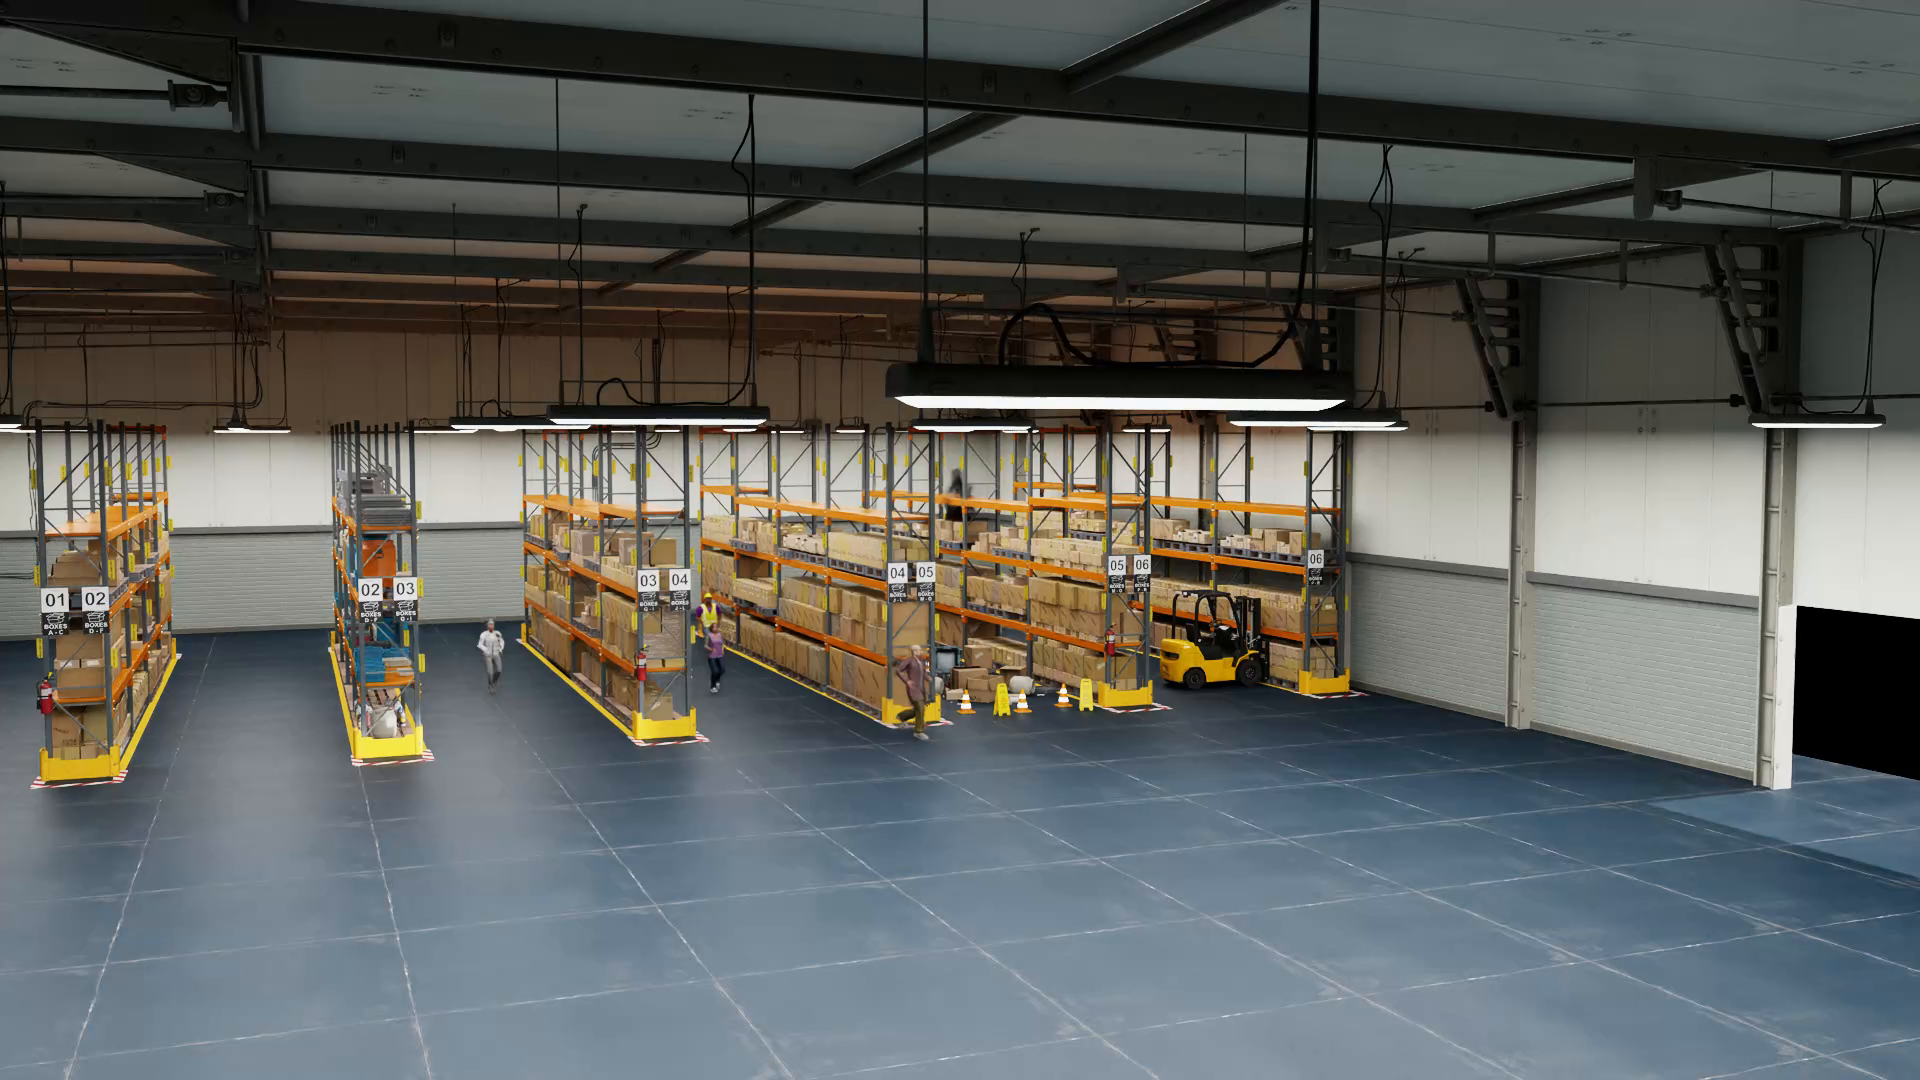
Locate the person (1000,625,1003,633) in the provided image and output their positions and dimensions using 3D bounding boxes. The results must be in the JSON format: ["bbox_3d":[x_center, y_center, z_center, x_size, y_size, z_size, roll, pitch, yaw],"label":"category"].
[{"bbox_3d":[1.100,1.750,46.234,0.615,1.652,0.674,-2,4,-23],"label":"person"}]

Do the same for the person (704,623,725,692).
[{"bbox_3d":[-5.429,2.623,37.053,0.525,1.552,0.532,-2,4,-30],"label":"person"}]

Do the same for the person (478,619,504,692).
[{"bbox_3d":[-10.416,2.572,37.078,0.589,1.653,0.528,-2,4,-27],"label":"person"}]

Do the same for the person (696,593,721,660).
[{"bbox_3d":[-6.370,2.212,42.298,0.674,1.721,0.569,-1,4,-20],"label":"person"}]

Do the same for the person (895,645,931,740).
[{"bbox_3d":[-0.861,2.883,31.787,0.972,1.768,0.733,2,4,32],"label":"person"}]
